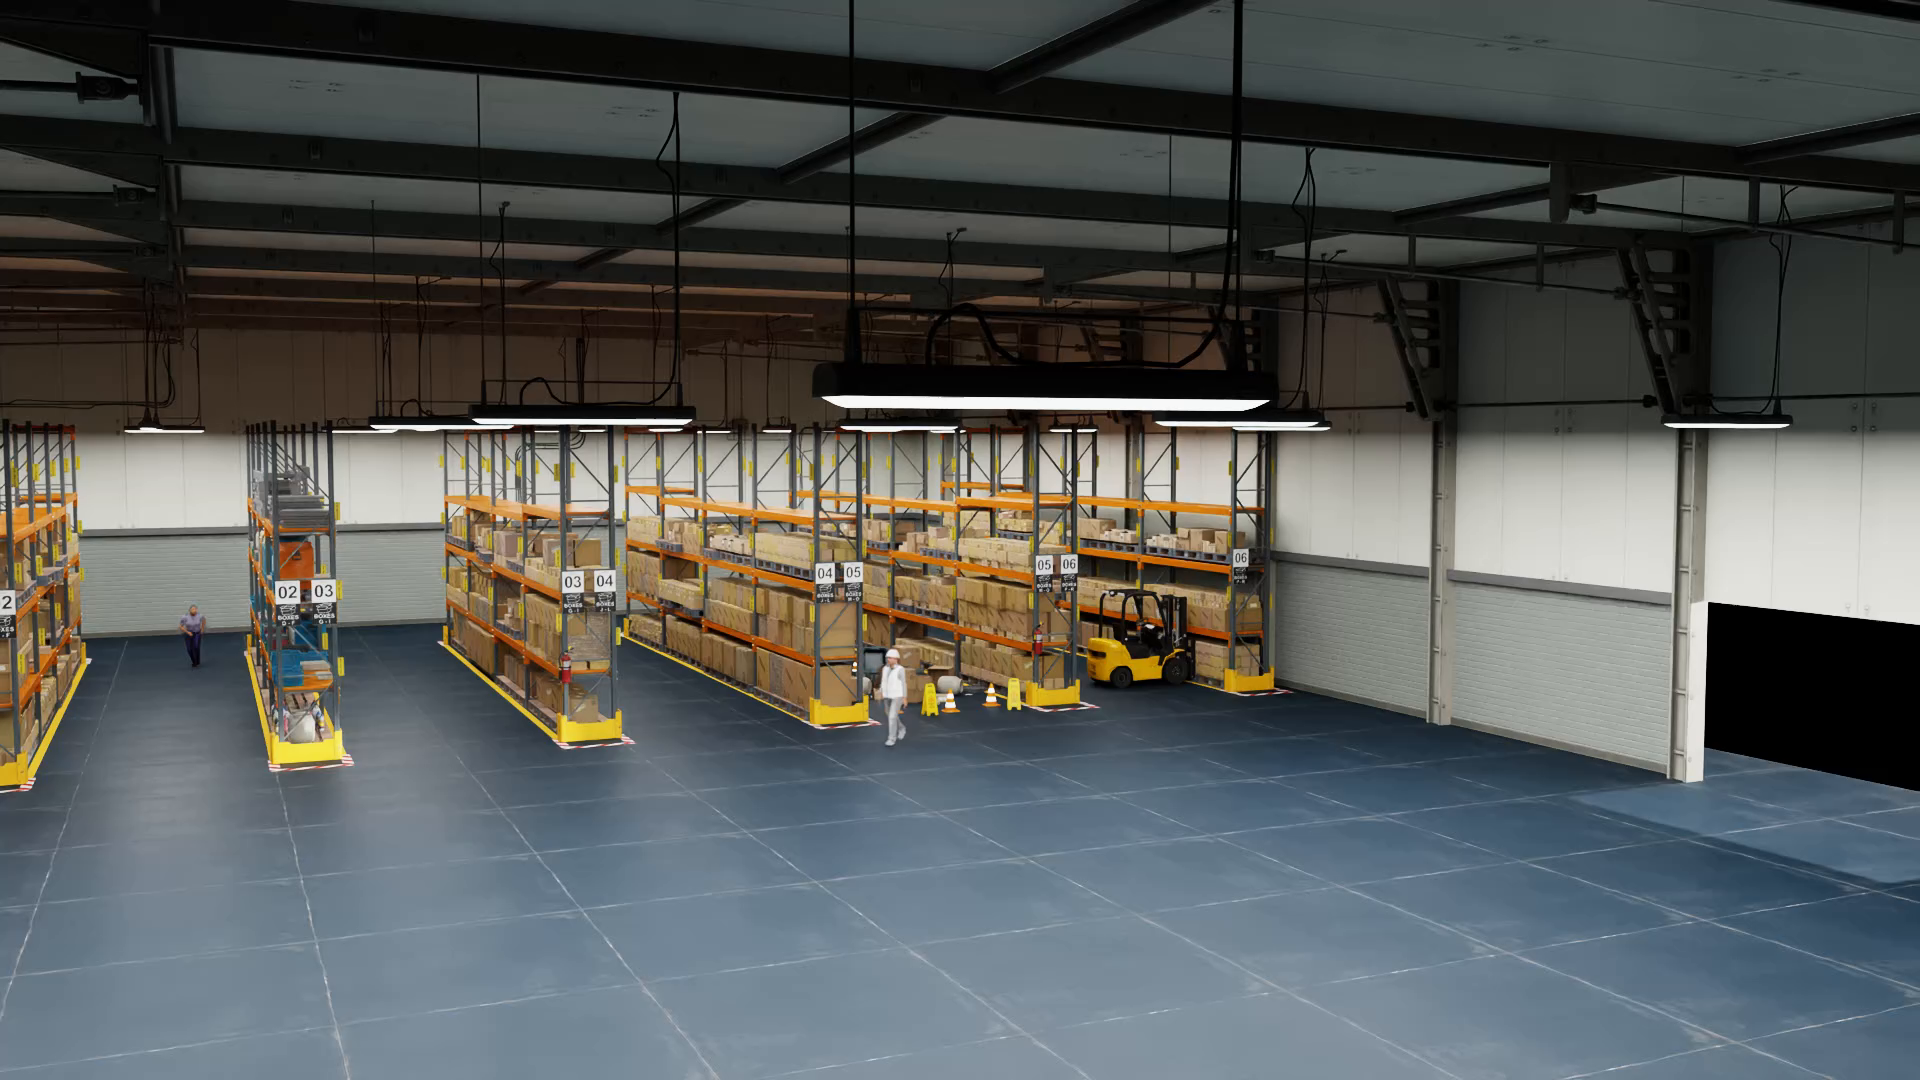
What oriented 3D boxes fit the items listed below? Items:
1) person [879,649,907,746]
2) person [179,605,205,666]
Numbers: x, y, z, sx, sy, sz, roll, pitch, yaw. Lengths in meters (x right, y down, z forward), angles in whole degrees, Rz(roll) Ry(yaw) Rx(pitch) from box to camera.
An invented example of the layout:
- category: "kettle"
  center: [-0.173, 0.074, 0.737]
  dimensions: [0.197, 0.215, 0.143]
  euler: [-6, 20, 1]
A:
- category: "person"
  center: [-1.222, 2.905, 30.979]
  dimensions: [0.535, 1.762, 0.772]
  euler: [3, 5, 44]
- category: "person"
  center: [-18.999, 2.362, 41.174]
  dimensions: [0.533, 1.560, 0.784]
  euler: [-1, 4, -15]
